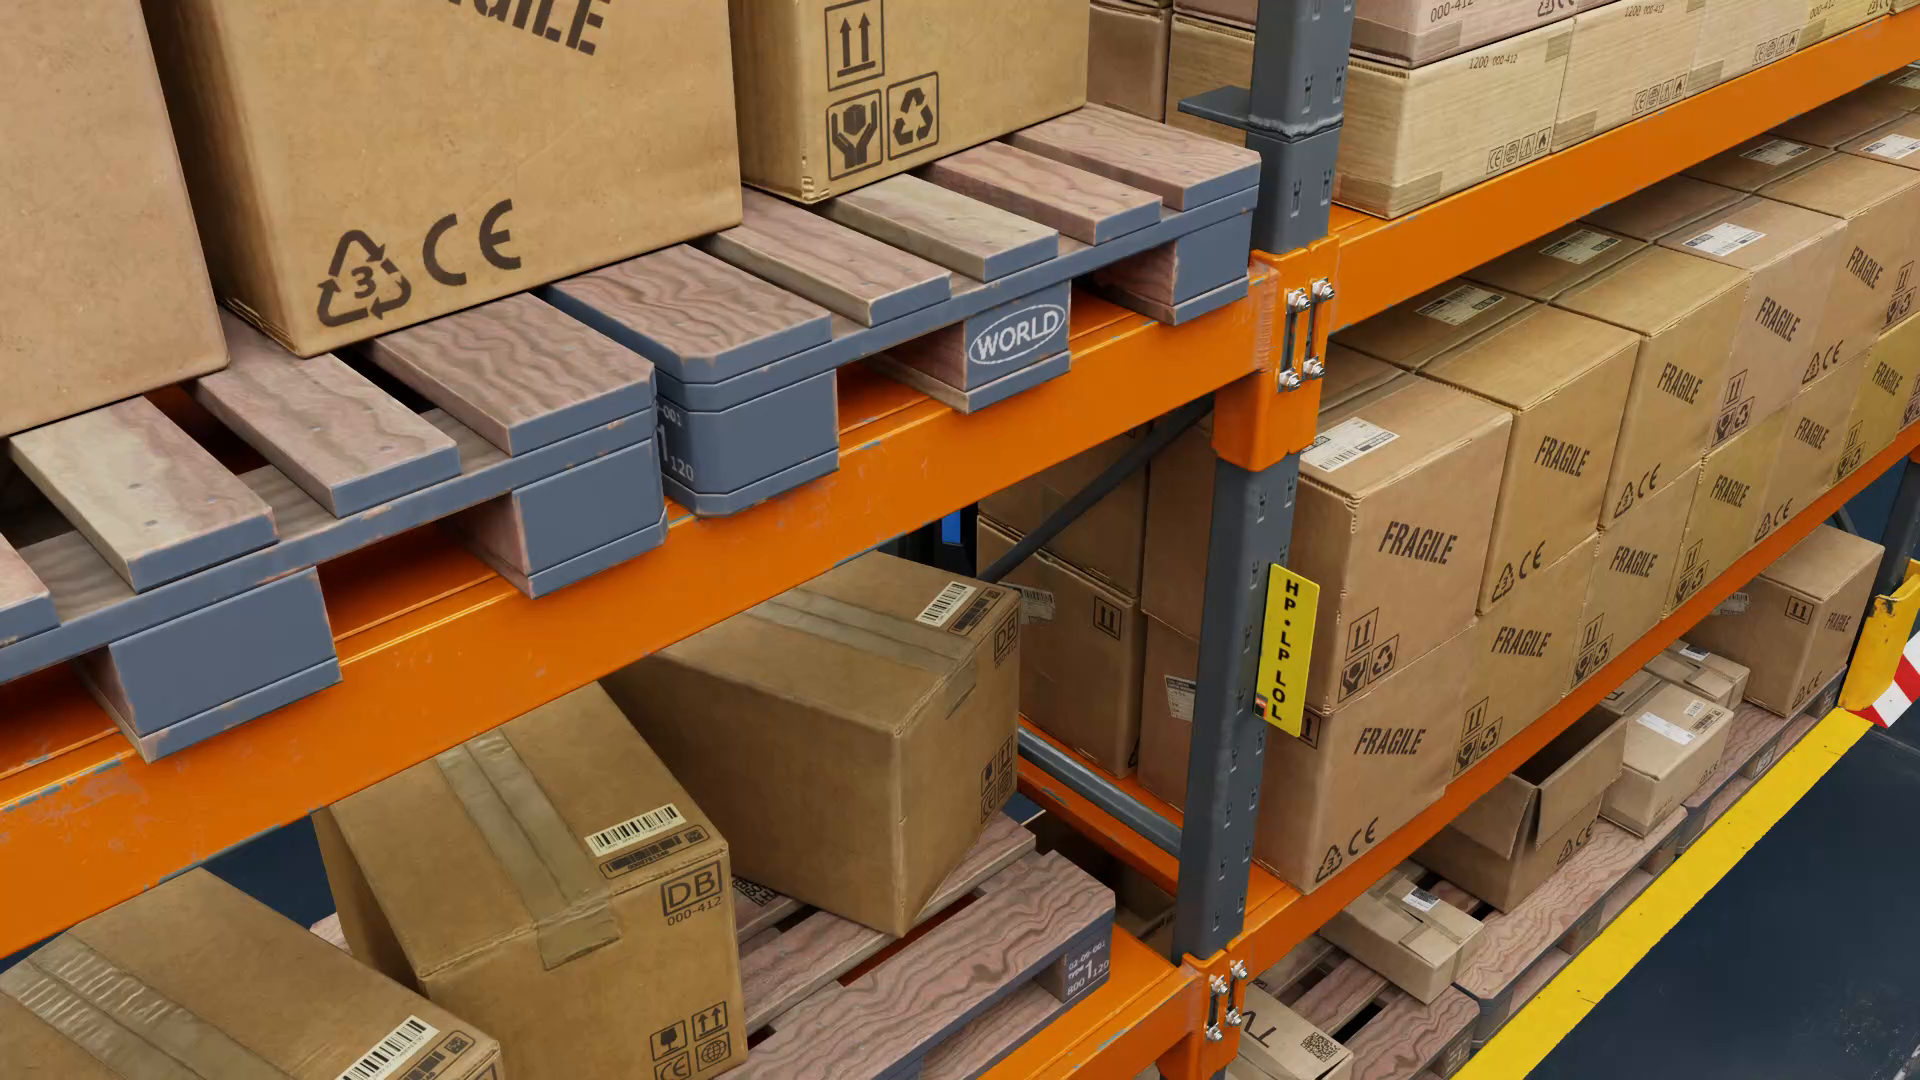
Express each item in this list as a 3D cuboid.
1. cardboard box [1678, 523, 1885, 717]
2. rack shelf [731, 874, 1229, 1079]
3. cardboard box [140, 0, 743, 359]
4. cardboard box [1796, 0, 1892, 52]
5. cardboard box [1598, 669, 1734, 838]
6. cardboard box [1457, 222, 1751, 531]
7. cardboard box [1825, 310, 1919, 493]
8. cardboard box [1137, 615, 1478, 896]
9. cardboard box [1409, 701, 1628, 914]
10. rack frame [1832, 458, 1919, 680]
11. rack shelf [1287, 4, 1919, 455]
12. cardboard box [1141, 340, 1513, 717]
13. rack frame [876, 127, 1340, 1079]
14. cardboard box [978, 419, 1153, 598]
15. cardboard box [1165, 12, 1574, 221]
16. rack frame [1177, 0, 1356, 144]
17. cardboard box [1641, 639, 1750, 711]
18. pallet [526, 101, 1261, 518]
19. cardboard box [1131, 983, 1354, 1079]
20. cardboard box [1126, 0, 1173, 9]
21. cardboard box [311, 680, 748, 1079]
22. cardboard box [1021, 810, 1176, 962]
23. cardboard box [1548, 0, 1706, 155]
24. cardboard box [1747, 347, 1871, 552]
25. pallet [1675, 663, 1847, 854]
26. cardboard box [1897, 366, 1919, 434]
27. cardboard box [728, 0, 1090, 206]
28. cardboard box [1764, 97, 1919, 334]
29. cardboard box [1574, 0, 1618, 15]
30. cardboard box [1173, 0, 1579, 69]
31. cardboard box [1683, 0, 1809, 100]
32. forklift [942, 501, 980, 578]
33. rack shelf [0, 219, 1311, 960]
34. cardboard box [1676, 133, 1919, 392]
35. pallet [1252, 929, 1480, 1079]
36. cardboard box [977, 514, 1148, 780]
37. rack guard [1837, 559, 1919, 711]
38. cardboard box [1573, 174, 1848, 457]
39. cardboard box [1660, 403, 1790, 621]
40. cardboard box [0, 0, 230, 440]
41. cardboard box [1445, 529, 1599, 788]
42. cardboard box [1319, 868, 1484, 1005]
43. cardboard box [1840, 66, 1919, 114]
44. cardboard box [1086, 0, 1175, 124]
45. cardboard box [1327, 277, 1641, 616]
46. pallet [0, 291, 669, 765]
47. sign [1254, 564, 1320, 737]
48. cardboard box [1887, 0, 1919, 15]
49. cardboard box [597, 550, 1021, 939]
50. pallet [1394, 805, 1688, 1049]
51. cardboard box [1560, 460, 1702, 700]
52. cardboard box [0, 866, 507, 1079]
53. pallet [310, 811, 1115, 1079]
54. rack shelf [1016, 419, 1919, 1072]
[{"bbox_3d":[2.898,0.228,5.976,0.500,0.500,0.500,-26,40,-35],"label":"cardboard box"},{"bbox_3d":[-1.270,1.497,2.615,4.000,0.370,1.077,-26,40,-35],"label":"rack shelf"},{"bbox_3d":[-0.698,-0.667,1.996,0.600,0.600,0.600,-26,40,-36],"label":"cardboard box"},{"bbox_3d":[1.822,-1.344,3.840,0.500,0.250,0.500,-26,40,-35],"label":"cardboard box"},{"bbox_3d":[2.181,0.660,5.509,0.500,0.250,0.500,-26,40,-35],"label":"cardboard box"},{"bbox_3d":[1.488,-0.413,3.996,0.500,0.500,0.500,-27,41,-37],"label":"cardboard box"},{"bbox_3d":[2.608,-0.532,5.149,0.500,0.500,0.500,-25,40,-35],"label":"cardboard box"},{"bbox_3d":[0.755,0.362,3.687,0.500,0.500,0.500,-25,39,-34],"label":"cardboard box"},{"bbox_3d":[1.570,0.690,5.217,0.637,0.503,0.797,-26,40,-35],"label":"cardboard box"},{"bbox_3d":[3.129,-0.938,5.908,0.127,3.000,1.000,-26,40,-35],"label":"rack frame"},{"bbox_3d":[1.663,-1.201,4.153,4.000,0.370,1.077,-26,40,-35],"label":"rack shelf"},{"bbox_3d":[0.733,-0.048,3.398,0.500,0.500,0.500,-25,39,-34],"label":"cardboard box"},{"bbox_3d":[0.196,0.481,3.588,0.127,3.000,1.000,-26,40,-35],"label":"rack frame"},{"bbox_3d":[0.391,-0.266,3.756,0.500,0.500,0.500,-26,40,-35],"label":"cardboard box"},{"bbox_3d":[0.721,-0.812,2.972,0.500,0.250,0.500,-26,40,-35],"label":"cardboard box"},{"bbox_3d":[0.196,-2.078,2.023,0.127,3.000,1.000,-26,40,-35],"label":"rack frame"},{"bbox_3d":[2.540,0.480,5.884,0.250,0.166,0.380,-26,40,-35],"label":"cardboard box"},{"bbox_3d":[-0.330,-0.514,2.520,1.003,0.211,1.213,-26,40,-35],"label":"pallet"},{"bbox_3d":[0.651,1.374,4.283,0.500,0.311,0.500,-26,40,-35],"label":"cardboard box"},{"bbox_3d":[0.368,-1.224,3.166,0.500,0.250,0.500,-26,40,-35],"label":"cardboard box"},{"bbox_3d":[-0.765,0.610,2.879,0.500,0.500,0.700,-19,36,-28],"label":"cardboard box"},{"bbox_3d":[0.421,1.049,4.633,0.500,0.500,0.500,-26,40,-35],"label":"cardboard box"},{"bbox_3d":[1.090,-0.988,3.259,0.500,0.250,0.500,-26,40,-35],"label":"cardboard box"},{"bbox_3d":[2.238,-0.357,4.863,0.500,0.500,0.500,-25,40,-35],"label":"cardboard box"},{"bbox_3d":[2.490,0.562,6.129,1.213,0.211,1.003,-26,40,-35],"label":"pallet"},{"bbox_3d":[2.986,-0.717,5.452,0.500,0.500,0.500,-24,39,-34],"label":"cardboard box"},{"bbox_3d":[-0.223,-0.913,2.397,0.600,0.600,0.600,25,39,35],"label":"cardboard box"},{"bbox_3d":[2.620,-0.964,4.897,0.500,0.500,0.500,-25,39,-34],"label":"cardboard box"},{"bbox_3d":[1.087,-1.203,3.132,0.500,0.250,0.500,-26,40,-35],"label":"cardboard box"},{"bbox_3d":[0.722,-1.025,2.841,0.500,0.250,0.500,-26,40,-35],"label":"cardboard box"},{"bbox_3d":[1.458,-1.165,3.548,0.500,0.250,0.500,-26,40,-35],"label":"cardboard box"},{"bbox_3d":[0.592,-1.148,6.318,3.031,2.935,1.130,10,33,16],"label":"forklift"},{"bbox_3d":[-1.270,0.218,1.833,4.000,0.370,1.077,-26,40,-35],"label":"rack shelf"},{"bbox_3d":[2.243,-0.779,4.594,0.500,0.500,0.500,-25,39,-34],"label":"cardboard box"},{"bbox_3d":[0.700,1.428,4.713,1.213,0.211,1.003,-26,40,-35],"label":"pallet"},{"bbox_3d":[0.388,0.163,4.012,0.500,0.500,0.500,-25,39,-35],"label":"cardboard box"},{"bbox_3d":[3.073,0.156,6.516,0.348,0.500,1.175,-26,40,-35],"label":"rack guard"},{"bbox_3d":[1.866,-0.596,4.296,0.500,0.500,0.500,-24,39,-34],"label":"cardboard box"},{"bbox_3d":[1.869,-0.178,4.571,0.500,0.500,0.500,-26,40,-36],"label":"cardboard box"},{"bbox_3d":[-1.200,-0.438,1.622,0.600,0.600,0.600,27,41,37],"label":"cardboard box"},{"bbox_3d":[1.128,0.179,3.986,0.500,0.500,0.500,-25,39,-35],"label":"cardboard box"},{"bbox_3d":[1.278,1.125,4.828,0.250,0.166,0.380,-26,40,-35],"label":"cardboard box"},{"bbox_3d":[2.990,-1.144,5.191,0.500,0.500,0.500,-26,40,-36],"label":"cardboard box"},{"bbox_3d":[0.372,-1.009,3.293,0.500,0.250,0.500,-26,40,-35],"label":"cardboard box"},{"bbox_3d":[1.111,-0.231,3.698,0.500,0.500,0.500,-27,41,-37],"label":"cardboard box"},{"bbox_3d":[-1.088,-0.145,1.916,1.003,0.211,1.213,-26,40,-35],"label":"pallet"},{"bbox_3d":[0.576,0.198,2.941,0.005,0.325,0.100,-26,40,-35],"label":"sign"},{"bbox_3d":[2.200,-1.515,4.120,0.500,0.250,0.500,-26,40,-35],"label":"cardboard box"},{"bbox_3d":[-0.303,0.342,3.317,0.700,0.500,0.500,15,35,23],"label":"cardboard box"},{"bbox_3d":[1.595,0.993,5.424,1.213,0.211,1.003,-26,40,-35],"label":"pallet"},{"bbox_3d":[1.497,0.003,4.275,0.500,0.500,0.500,-26,40,-36],"label":"cardboard box"},{"bbox_3d":[-1.057,0.910,2.389,0.700,0.500,0.500,18,36,27],"label":"cardboard box"},{"bbox_3d":[-0.464,0.805,3.243,1.213,0.211,1.003,-26,40,-35],"label":"pallet"},{"bbox_3d":[1.663,0.079,4.936,4.000,0.370,1.077,-26,40,-35],"label":"rack shelf"}]
